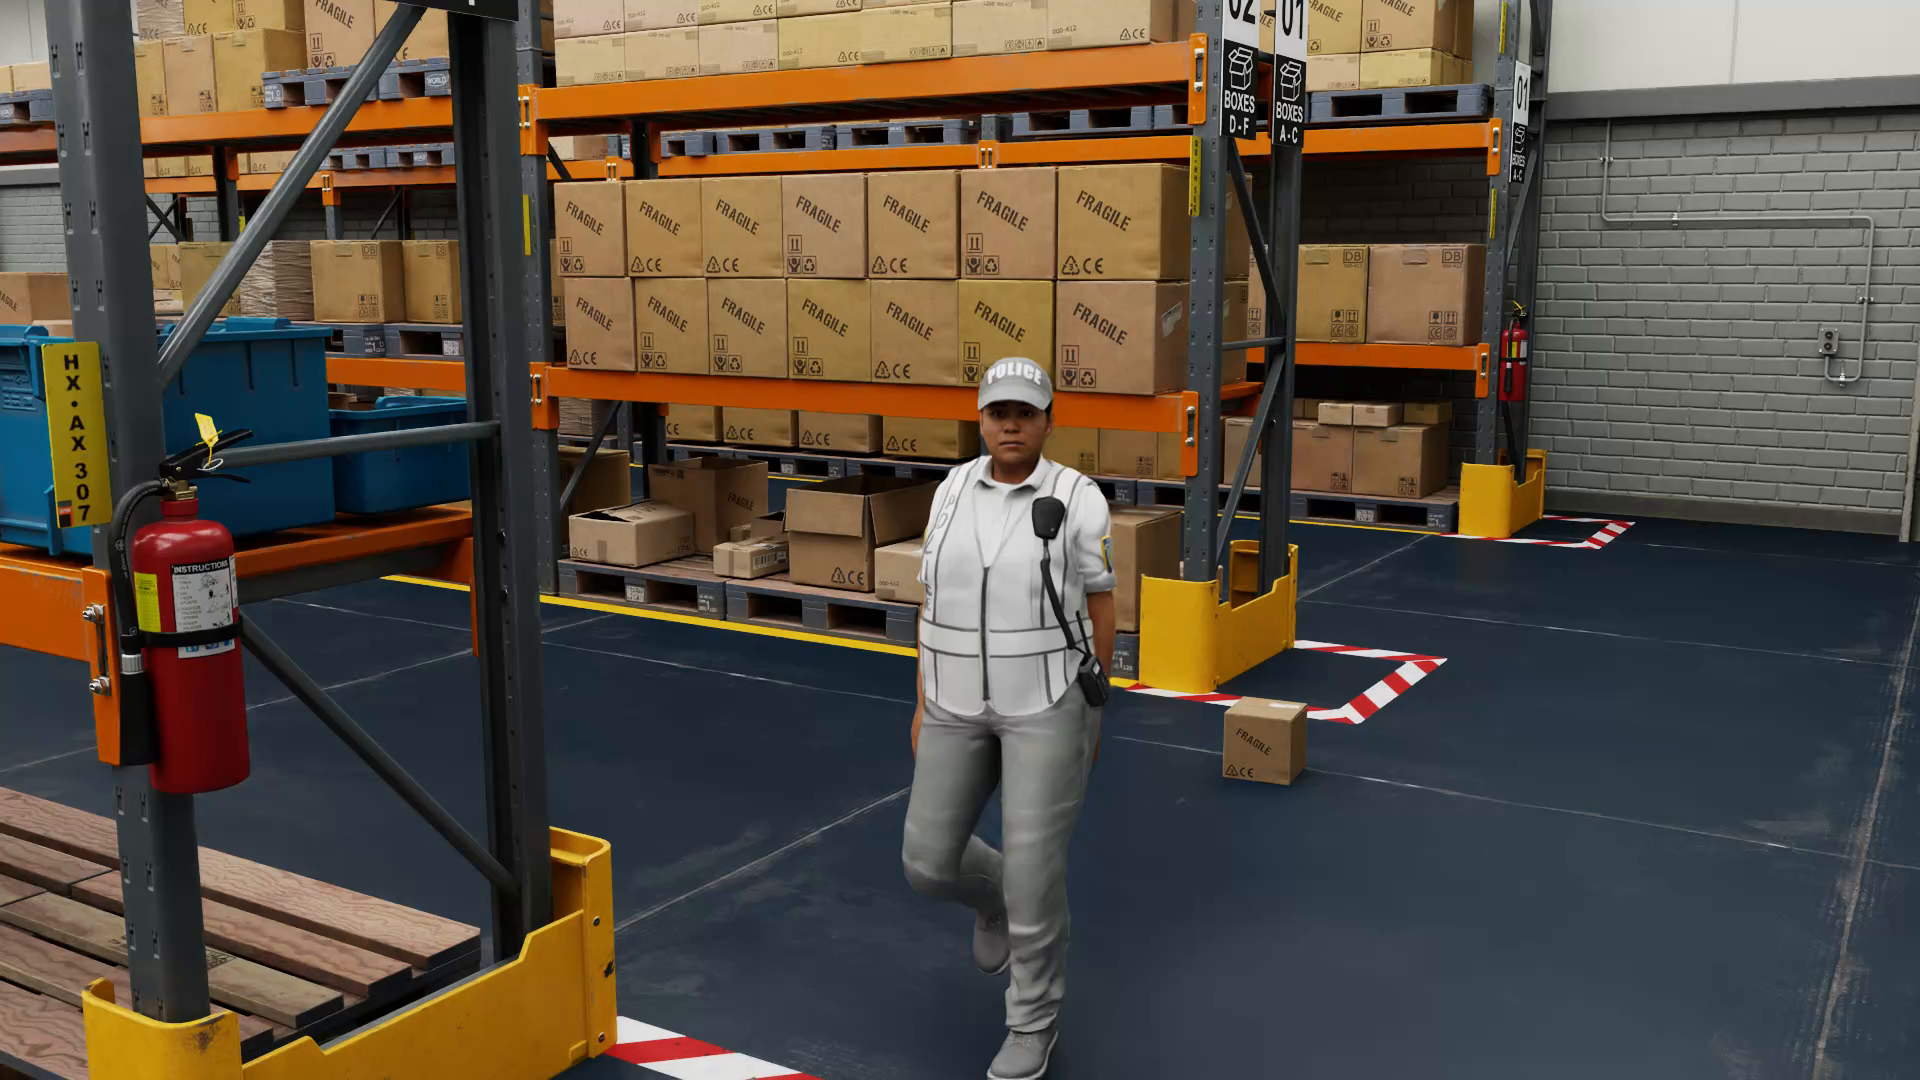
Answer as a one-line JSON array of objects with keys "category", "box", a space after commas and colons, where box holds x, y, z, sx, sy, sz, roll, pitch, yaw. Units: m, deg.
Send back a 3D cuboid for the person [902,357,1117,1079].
[{"category": "person", "box": [0.130, 0.392, 3.949, 0.482, 1.648, 0.615, 3, 10, 20]}]
